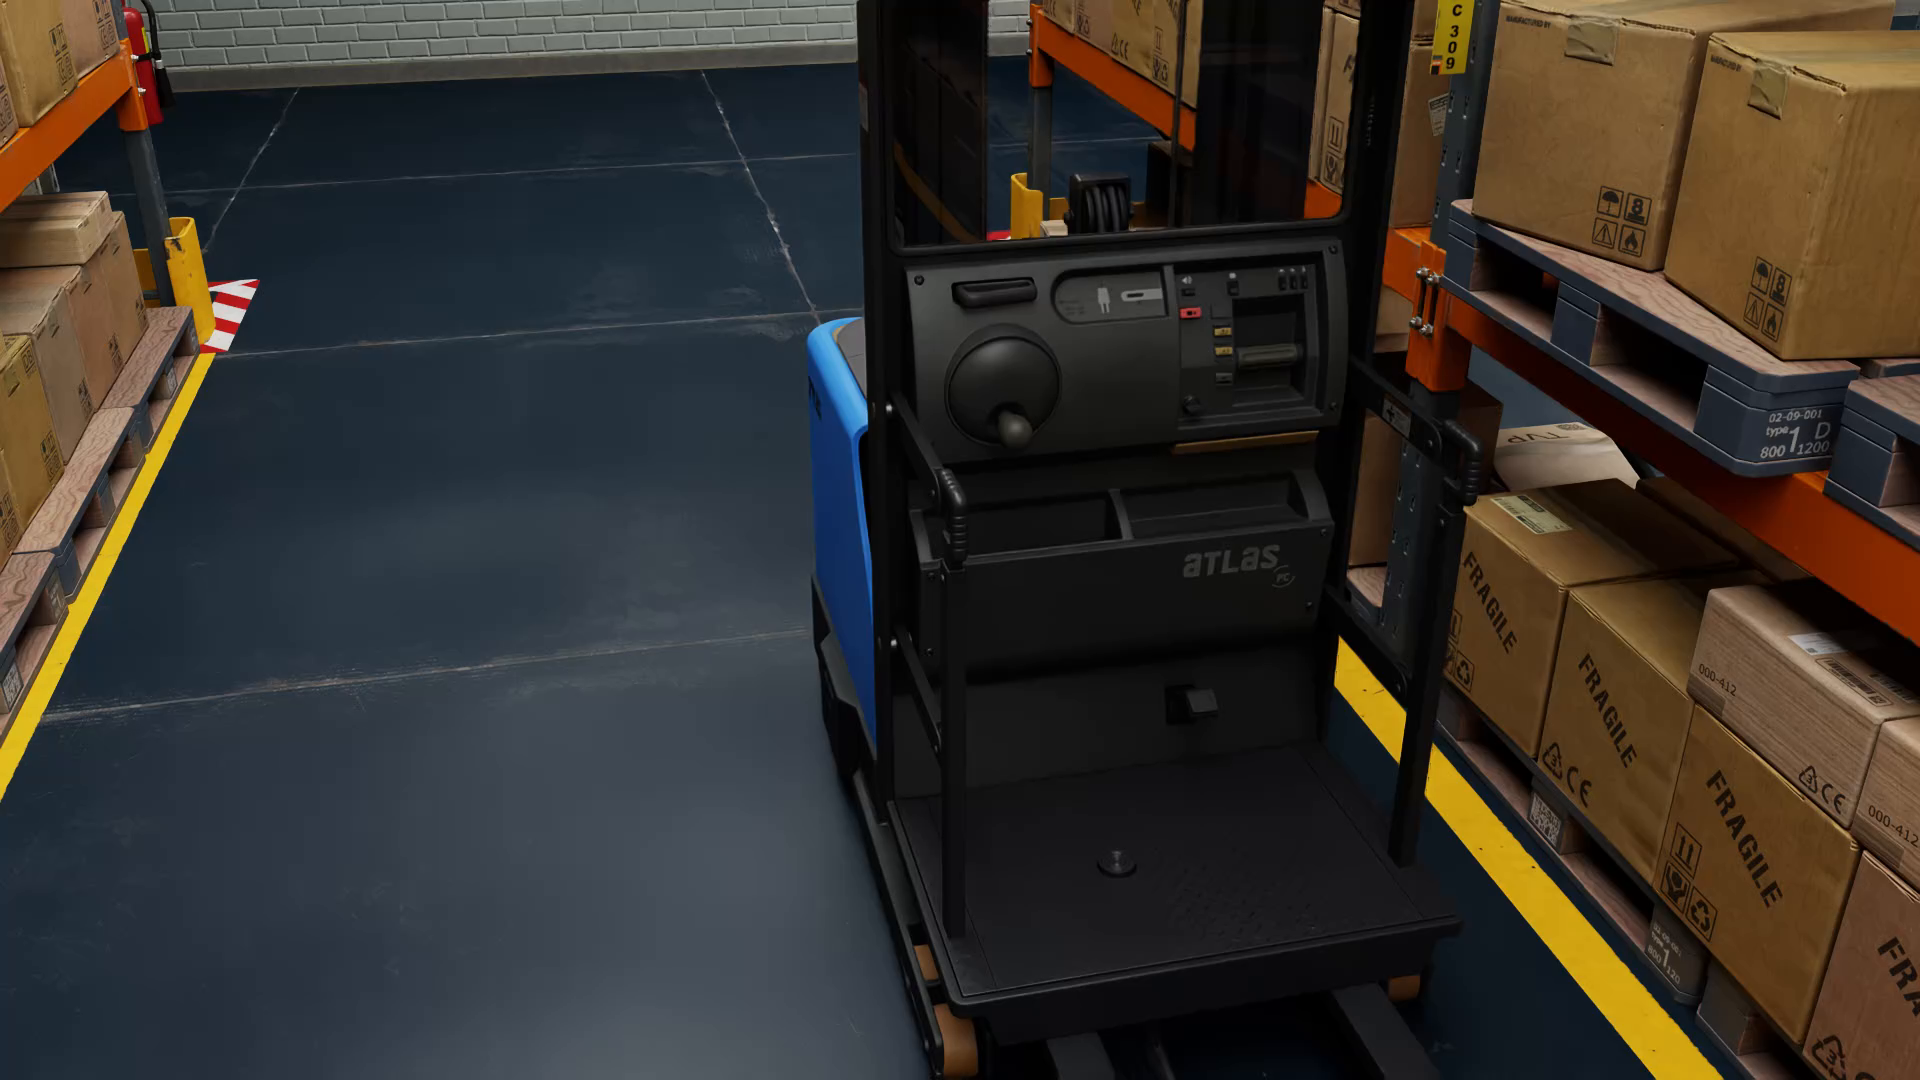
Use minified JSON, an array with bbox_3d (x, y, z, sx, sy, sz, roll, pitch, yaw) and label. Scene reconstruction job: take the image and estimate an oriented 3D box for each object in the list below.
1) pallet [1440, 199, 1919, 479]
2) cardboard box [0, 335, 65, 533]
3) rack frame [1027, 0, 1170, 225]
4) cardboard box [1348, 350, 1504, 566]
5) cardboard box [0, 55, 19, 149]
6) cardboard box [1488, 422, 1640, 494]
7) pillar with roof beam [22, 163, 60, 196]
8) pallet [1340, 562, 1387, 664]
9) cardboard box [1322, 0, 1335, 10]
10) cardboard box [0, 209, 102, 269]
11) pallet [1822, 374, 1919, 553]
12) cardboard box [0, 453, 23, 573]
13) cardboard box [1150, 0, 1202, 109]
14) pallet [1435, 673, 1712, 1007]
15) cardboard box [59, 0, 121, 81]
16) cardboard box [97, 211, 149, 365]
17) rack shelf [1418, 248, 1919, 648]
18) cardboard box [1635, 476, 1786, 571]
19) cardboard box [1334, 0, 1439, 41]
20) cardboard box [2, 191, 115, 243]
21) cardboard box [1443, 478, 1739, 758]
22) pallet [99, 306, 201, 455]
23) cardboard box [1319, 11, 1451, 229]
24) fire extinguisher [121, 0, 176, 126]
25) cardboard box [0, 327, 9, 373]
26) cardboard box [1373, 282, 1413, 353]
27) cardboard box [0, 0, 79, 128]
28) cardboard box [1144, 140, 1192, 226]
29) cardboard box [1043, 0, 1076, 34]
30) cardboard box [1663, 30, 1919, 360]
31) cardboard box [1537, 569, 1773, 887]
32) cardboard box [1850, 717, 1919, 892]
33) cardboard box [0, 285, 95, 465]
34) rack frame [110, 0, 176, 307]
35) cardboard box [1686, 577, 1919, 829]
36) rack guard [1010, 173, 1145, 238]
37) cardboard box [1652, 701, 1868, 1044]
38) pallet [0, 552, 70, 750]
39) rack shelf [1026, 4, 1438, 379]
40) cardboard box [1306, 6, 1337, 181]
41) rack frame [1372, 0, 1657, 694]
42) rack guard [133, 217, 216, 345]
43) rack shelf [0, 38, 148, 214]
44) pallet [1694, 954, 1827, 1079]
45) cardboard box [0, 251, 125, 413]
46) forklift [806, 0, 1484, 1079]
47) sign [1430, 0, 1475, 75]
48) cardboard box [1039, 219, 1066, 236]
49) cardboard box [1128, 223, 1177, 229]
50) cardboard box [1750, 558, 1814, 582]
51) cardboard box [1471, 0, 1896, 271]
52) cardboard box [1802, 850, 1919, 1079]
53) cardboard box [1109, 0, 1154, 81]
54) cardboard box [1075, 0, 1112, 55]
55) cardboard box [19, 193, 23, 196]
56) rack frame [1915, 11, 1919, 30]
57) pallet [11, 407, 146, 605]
[{"bbox_3d":[1.805,-0.519,3.662,1.003,0.211,1.213,-6,27,-12],"label":"pallet"},{"bbox_3d":[-3.386,-0.319,5.360,0.700,0.500,0.500,-5,27,-10],"label":"cardboard box"},{"bbox_3d":[0.830,-2.723,7.815,1.000,3.000,0.127,-6,27,-12],"label":"rack frame"},{"bbox_3d":[1.327,-0.268,5.239,0.500,0.500,0.500,-6,27,-12],"label":"cardboard box"},{"bbox_3d":[-3.533,-1.475,5.011,0.980,0.700,0.700,-7,28,-14],"label":"cardboard box"},{"bbox_3d":[1.847,-0.169,5.252,0.500,0.311,0.500,-6,27,-12],"label":"cardboard box"},{"bbox_3d":[-1.253,-6.431,8.504,9.100,9.000,0.400,-6,27,-12],"label":"pillar with roof beam"},{"bbox_3d":[1.577,-0.023,5.562,1.003,0.211,1.213,-6,27,-12],"label":"pallet"},{"bbox_3d":[1.247,-1.878,4.921,0.500,0.500,0.500,-6,27,-13],"label":"cardboard box"},{"bbox_3d":[-3.476,-1.132,6.252,0.380,0.149,0.250,-5,27,-10],"label":"cardboard box"},{"bbox_3d":[2.190,0.022,2.591,1.003,0.211,1.213,-6,27,-12],"label":"pallet"},{"bbox_3d":[-3.273,-0.093,4.914,0.700,0.500,0.500,-6,27,-12],"label":"cardboard box"},{"bbox_3d":[1.016,-1.880,6.034,0.500,0.500,0.500,-6,27,-11],"label":"cardboard box"},{"bbox_3d":[1.951,0.632,4.265,1.003,0.211,1.213,-6,27,-12],"label":"pallet"},{"bbox_3d":[-3.871,-2.129,6.306,0.980,0.700,0.700,-5,27,-9],"label":"cardboard box"},{"bbox_3d":[-3.740,-0.992,6.695,0.700,0.500,0.500,-6,27,-12],"label":"cardboard box"},{"bbox_3d":[2.182,0.233,2.759,1.077,0.370,4.000,-6,27,-12],"label":"rack shelf"},{"bbox_3d":[2.122,0.140,4.429,0.500,0.500,0.500,-6,27,-12],"label":"cardboard box"},{"bbox_3d":[1.365,-1.653,4.476,0.500,0.500,0.500,-6,27,-11],"label":"cardboard box"},{"bbox_3d":[-3.534,-1.244,6.474,0.380,0.149,0.250,-6,27,-12],"label":"cardboard box"},{"bbox_3d":[1.603,0.190,4.331,0.500,0.500,0.500,-7,28,-14],"label":"cardboard box"},{"bbox_3d":[-3.739,-0.630,6.764,1.003,0.211,1.213,-6,27,-12],"label":"pallet"},{"bbox_3d":[1.369,-1.205,4.697,0.500,0.500,0.500,-6,27,-11],"label":"cardboard box"},{"bbox_3d":[-3.580,-2.130,7.141,0.296,0.674,0.183,-6,27,-12],"label":"fire extinguisher"},{"bbox_3d":[-3.180,-0.560,5.118,0.380,0.149,0.250,-7,28,-13],"label":"cardboard box"},{"bbox_3d":[1.303,-0.873,6.433,0.797,0.503,0.637,-6,27,-12],"label":"cardboard box"},{"bbox_3d":[-3.696,-1.811,5.676,0.980,0.700,0.700,-6,27,-12],"label":"cardboard box"},{"bbox_3d":[1.192,-1.589,7.856,0.500,0.500,0.500,-6,27,-12],"label":"cardboard box"},{"bbox_3d":[0.673,-2.546,7.354,0.500,0.500,0.500,-5,27,-11],"label":"cardboard box"},{"bbox_3d":[1.837,-0.673,3.177,0.700,0.500,0.500,-2,27,-3],"label":"cardboard box"},{"bbox_3d":[1.734,0.423,3.869,0.500,0.500,0.500,-6,27,-11],"label":"cardboard box"},{"bbox_3d":[1.942,0.514,2.856,0.500,0.250,0.500,-6,27,-13],"label":"cardboard box"},{"bbox_3d":[-3.514,-0.552,5.823,0.700,0.500,0.500,-7,28,-13],"label":"cardboard box"},{"bbox_3d":[-3.996,-2.218,6.815,1.000,3.000,0.127,-6,27,-12],"label":"rack frame"},{"bbox_3d":[1.828,0.294,3.292,0.500,0.250,0.500,-6,27,-11],"label":"cardboard box"},{"bbox_3d":[0.847,-1.573,8.312,1.175,0.500,0.348,-6,27,-12],"label":"rack guard"},{"bbox_3d":[1.839,0.643,3.433,0.500,0.500,0.500,-6,27,-11],"label":"cardboard box"},{"bbox_3d":[-3.189,0.441,4.642,1.003,0.211,1.213,-6,27,-12],"label":"pallet"},{"bbox_3d":[1.281,-1.523,6.238,1.077,0.370,4.000,-6,27,-12],"label":"rack shelf"},{"bbox_3d":[1.251,-1.431,5.145,0.500,0.500,0.500,-5,27,-10],"label":"cardboard box"},{"bbox_3d":[1.731,-0.967,4.336,1.000,3.000,0.127,-6,27,-12],"label":"rack frame"},{"bbox_3d":[-4.001,-1.113,7.400,1.175,0.500,0.348,-6,27,-12],"label":"rack guard"},{"bbox_3d":[-3.545,-1.019,5.238,1.077,0.370,4.000,-6,27,-12],"label":"rack shelf"},{"bbox_3d":[2.230,1.168,3.201,1.003,0.211,1.213,-6,27,-12],"label":"pallet"},{"bbox_3d":[-3.628,-0.773,6.260,0.700,0.500,0.500,-6,27,-12],"label":"cardboard box"},{"bbox_3d":[0.405,-0.361,3.213,1.130,2.935,3.031,-6,27,-12],"label":"forklift"},{"bbox_3d":[1.204,-1.295,4.025,0.100,0.325,0.005,-6,27,-12],"label":"sign"},{"bbox_3d":[0.589,-1.428,7.925,0.380,0.149,0.250,-6,27,-12],"label":"cardboard box"},{"bbox_3d":[0.789,-1.205,7.371,0.500,0.250,0.500,-6,27,-12],"label":"cardboard box"},{"bbox_3d":[2.225,0.358,3.997,0.500,0.500,0.500,-6,27,-11],"label":"cardboard box"},{"bbox_3d":[1.620,-0.968,3.762,0.700,0.500,0.500,-16,31,-29],"label":"cardboard box"},{"bbox_3d":[1.953,0.865,2.993,0.500,0.500,0.500,-7,28,-14],"label":"cardboard box"},{"bbox_3d":[0.905,-2.099,6.469,0.500,0.500,0.500,-6,27,-12],"label":"cardboard box"},{"bbox_3d":[0.794,-2.320,6.906,0.500,0.500,0.500,-6,27,-12],"label":"cardboard box"},{"bbox_3d":[-3.963,-1.317,6.618,0.380,0.149,0.250,-6,27,-11],"label":"cardboard box"},{"bbox_3d":[5.657,-3.224,8.809,1.000,3.000,0.127,-6,27,-12],"label":"rack frame"},{"bbox_3d":[-3.468,-0.095,5.705,1.003,0.211,1.213,-6,27,-12],"label":"pallet"}]
